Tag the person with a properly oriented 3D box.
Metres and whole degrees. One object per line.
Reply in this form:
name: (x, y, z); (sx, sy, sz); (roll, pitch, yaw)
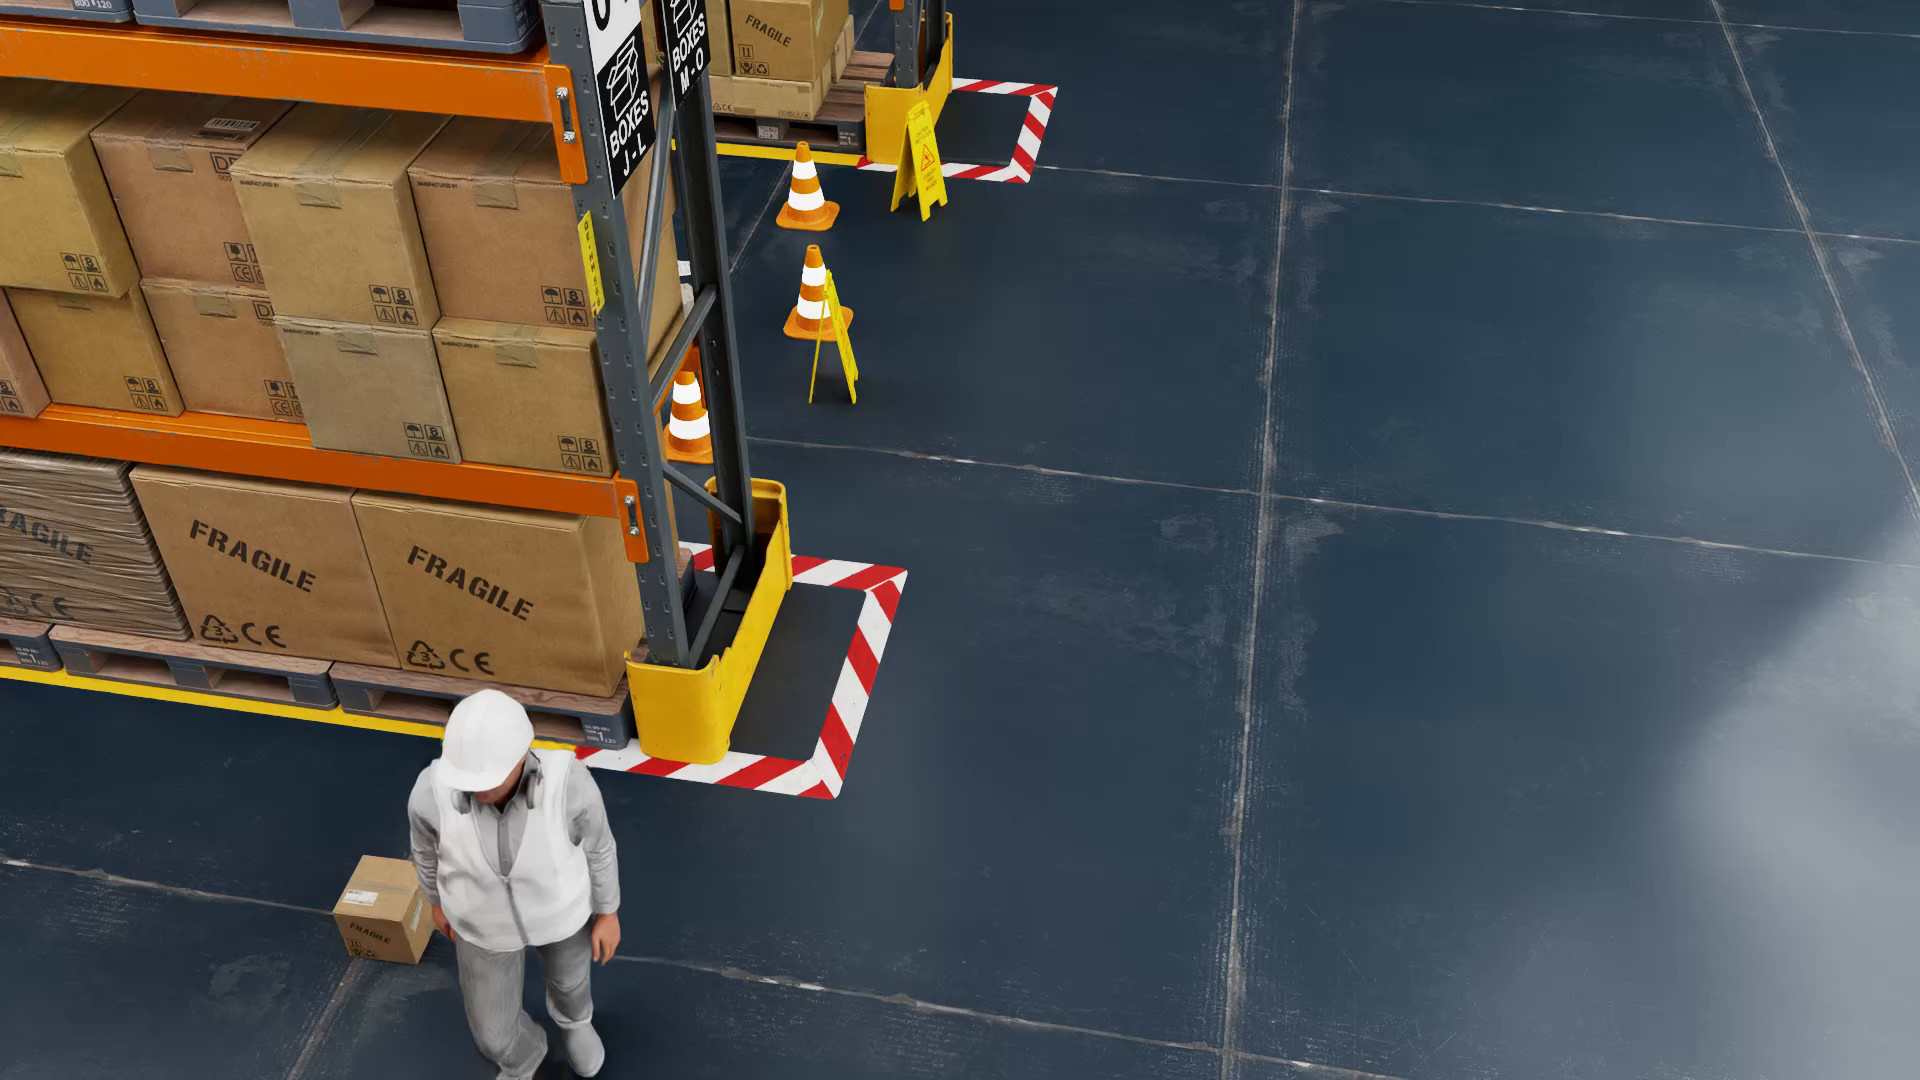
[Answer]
person: (-1.266, 1.055, 4.872); (0.563, 1.783, 0.490); (-10, 41, -12)
